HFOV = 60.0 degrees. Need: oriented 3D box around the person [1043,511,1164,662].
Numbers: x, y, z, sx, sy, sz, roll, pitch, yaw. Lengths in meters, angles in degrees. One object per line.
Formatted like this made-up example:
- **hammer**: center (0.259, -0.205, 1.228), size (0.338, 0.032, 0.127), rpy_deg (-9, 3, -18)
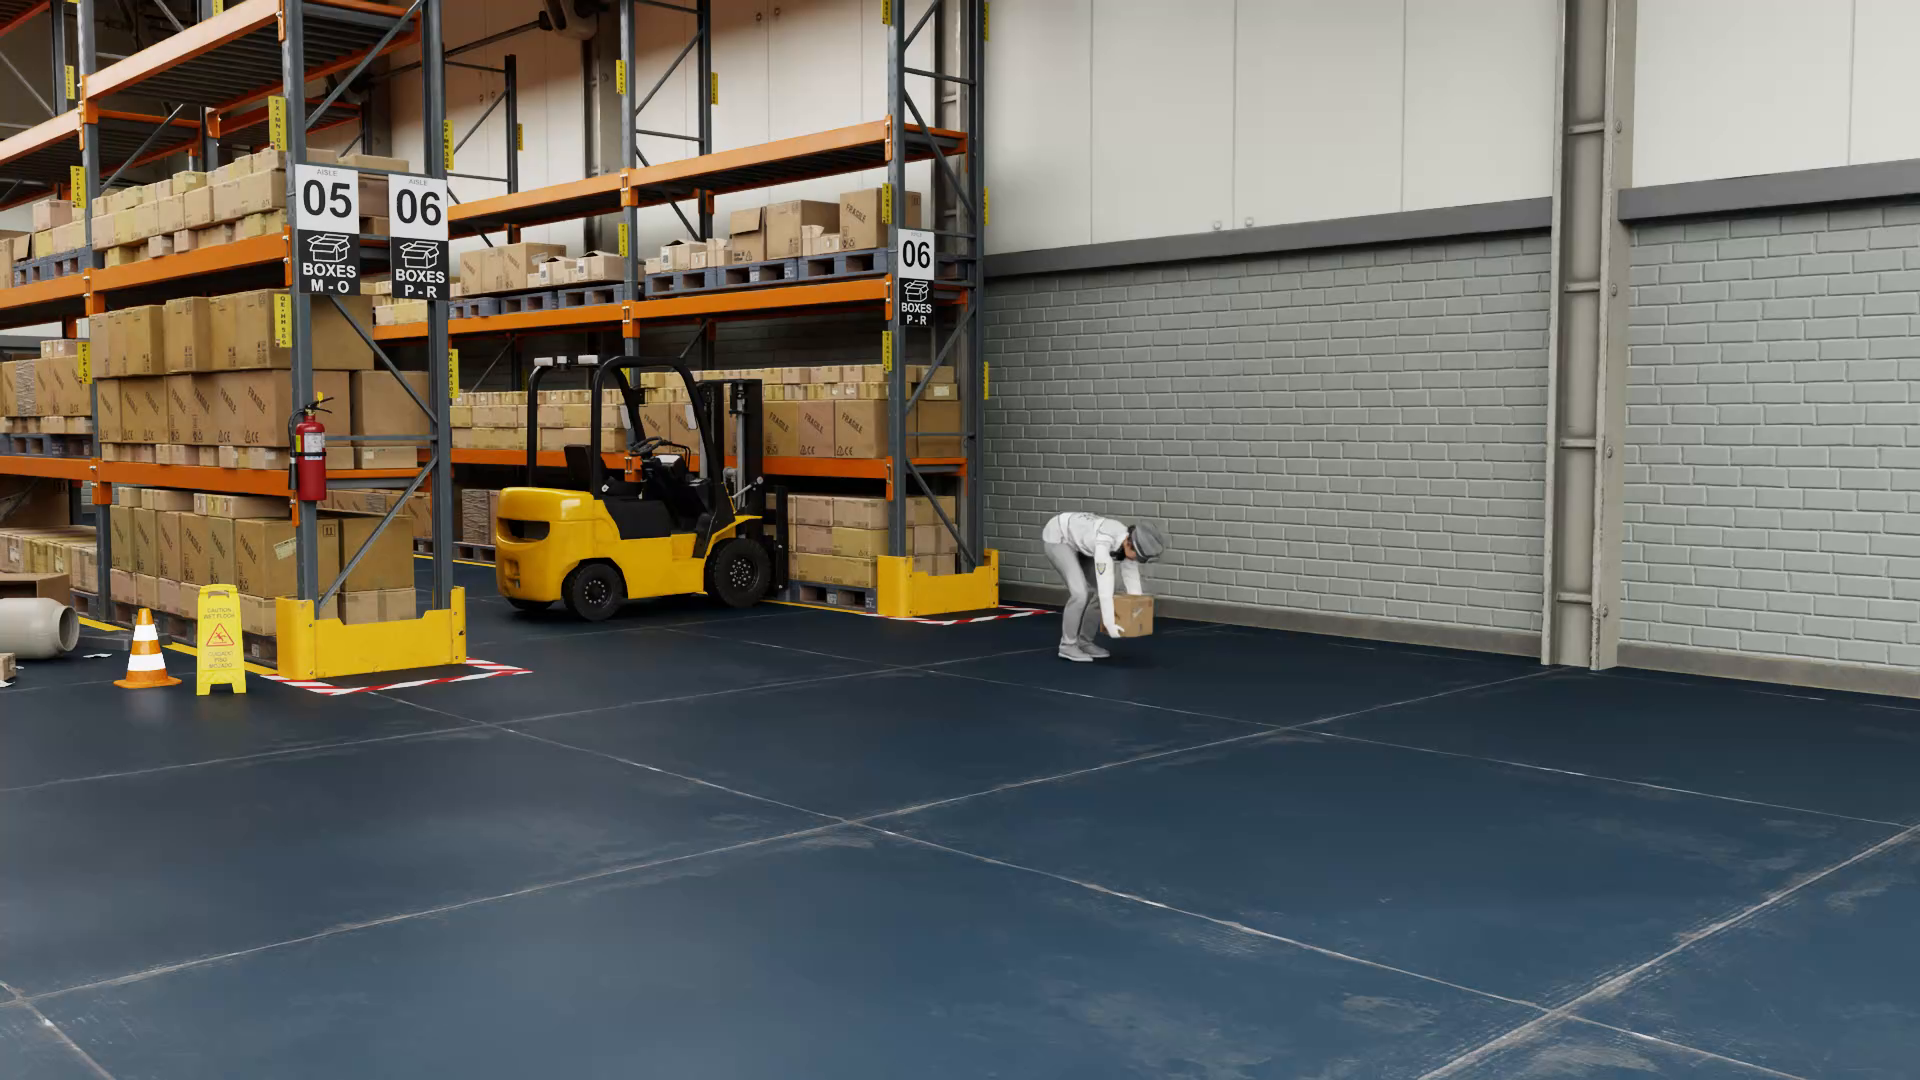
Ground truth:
- **person**: center (0.968, 0.320, 11.205), size (0.917, 1.005, 0.426), rpy_deg (4, 6, 44)
